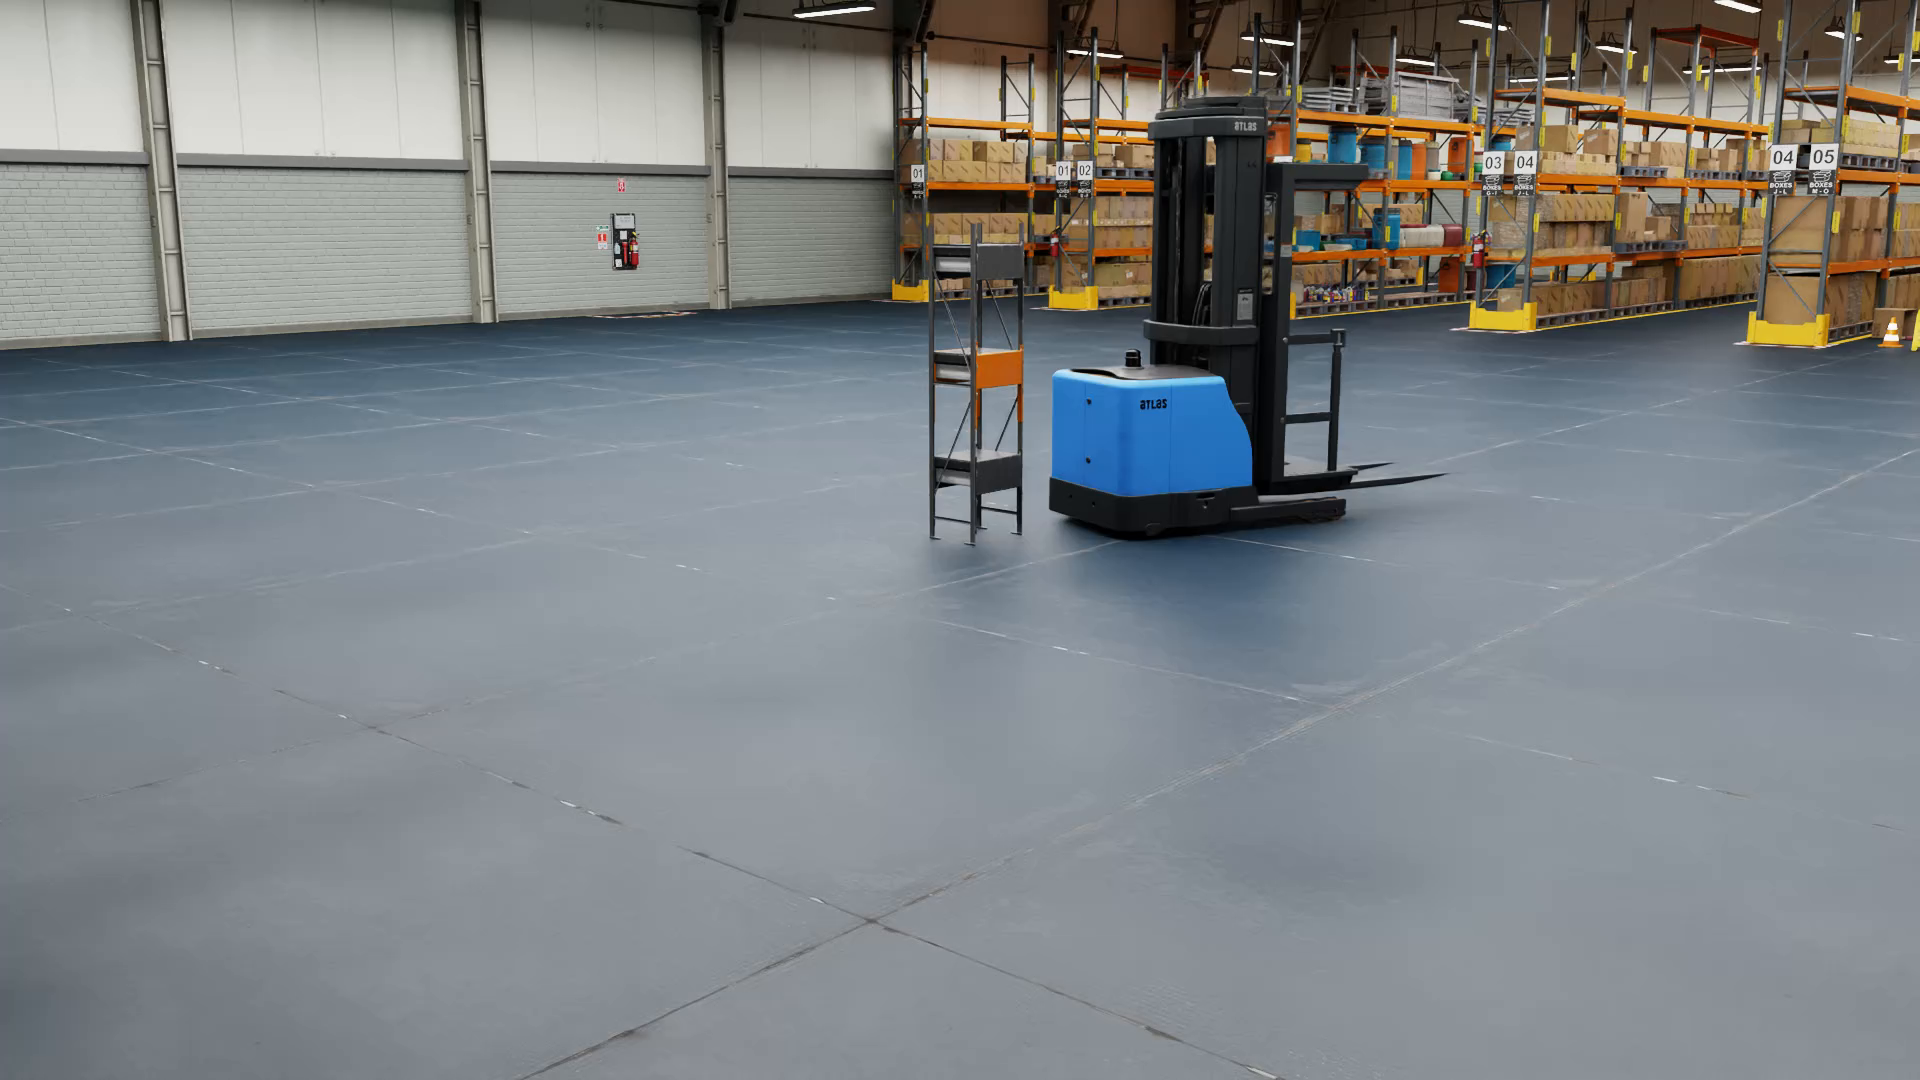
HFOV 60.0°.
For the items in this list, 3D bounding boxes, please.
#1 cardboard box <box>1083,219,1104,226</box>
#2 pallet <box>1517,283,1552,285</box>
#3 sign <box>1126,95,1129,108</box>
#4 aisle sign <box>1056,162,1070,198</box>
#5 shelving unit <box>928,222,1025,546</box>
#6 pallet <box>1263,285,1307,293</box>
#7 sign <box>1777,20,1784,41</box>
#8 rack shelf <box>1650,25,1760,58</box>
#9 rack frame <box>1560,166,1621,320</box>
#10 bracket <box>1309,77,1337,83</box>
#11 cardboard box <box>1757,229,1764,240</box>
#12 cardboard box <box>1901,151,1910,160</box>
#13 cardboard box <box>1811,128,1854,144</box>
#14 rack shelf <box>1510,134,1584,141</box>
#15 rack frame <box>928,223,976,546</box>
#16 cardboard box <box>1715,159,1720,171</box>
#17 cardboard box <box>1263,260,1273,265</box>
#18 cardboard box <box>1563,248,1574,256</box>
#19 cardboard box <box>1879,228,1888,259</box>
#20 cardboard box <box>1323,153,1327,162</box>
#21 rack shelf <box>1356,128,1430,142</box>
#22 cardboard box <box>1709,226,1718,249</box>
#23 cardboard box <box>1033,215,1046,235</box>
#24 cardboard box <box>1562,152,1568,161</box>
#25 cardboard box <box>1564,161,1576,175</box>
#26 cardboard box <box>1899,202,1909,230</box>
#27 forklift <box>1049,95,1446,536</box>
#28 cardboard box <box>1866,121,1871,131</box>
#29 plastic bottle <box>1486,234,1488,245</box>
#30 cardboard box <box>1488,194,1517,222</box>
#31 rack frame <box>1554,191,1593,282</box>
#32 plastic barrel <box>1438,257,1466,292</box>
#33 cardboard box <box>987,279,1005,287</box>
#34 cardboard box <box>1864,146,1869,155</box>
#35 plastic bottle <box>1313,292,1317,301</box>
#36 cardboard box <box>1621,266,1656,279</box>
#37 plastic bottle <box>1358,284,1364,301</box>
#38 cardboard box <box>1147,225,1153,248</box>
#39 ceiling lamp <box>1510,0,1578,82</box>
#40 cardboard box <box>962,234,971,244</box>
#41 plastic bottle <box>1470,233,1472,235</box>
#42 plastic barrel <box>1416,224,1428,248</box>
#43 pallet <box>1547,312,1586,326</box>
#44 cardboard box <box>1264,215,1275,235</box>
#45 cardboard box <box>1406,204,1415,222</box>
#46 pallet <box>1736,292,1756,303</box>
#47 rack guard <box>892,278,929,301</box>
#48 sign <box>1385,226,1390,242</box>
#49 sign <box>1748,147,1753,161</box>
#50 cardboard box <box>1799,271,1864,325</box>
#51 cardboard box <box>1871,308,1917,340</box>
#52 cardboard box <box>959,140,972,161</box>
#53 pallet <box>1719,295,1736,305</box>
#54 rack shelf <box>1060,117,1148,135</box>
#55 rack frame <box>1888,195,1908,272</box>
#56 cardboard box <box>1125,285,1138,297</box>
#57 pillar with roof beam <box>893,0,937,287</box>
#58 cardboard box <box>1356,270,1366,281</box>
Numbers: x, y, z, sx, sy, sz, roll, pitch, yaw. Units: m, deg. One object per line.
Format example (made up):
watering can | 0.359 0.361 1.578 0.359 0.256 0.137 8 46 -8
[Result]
cardboard box | 2.962 -7.045 36.914 0.380 0.149 0.250 10 15 40
pallet | 15.442 -6.699 44.210 1.003 0.211 1.213 10 15 40
sign | 4.512 -11.835 44.903 0.100 0.325 0.005 10 15 40
aisle sign | 2.277 -7.951 36.724 0.394 0.787 0.004 10 15 40
shelving unit | 0.109 -1.054 11.127 0.431 2.100 0.503 10 15 40
pallet | 8.343 -6.562 43.529 1.003 0.211 1.213 10 15 40
sign | 13.241 -8.221 26.812 0.100 0.325 0.005 10 15 40
rack shelf | 16.581 -11.057 36.945 1.077 0.370 4.000 10 15 40
rack frame | 12.620 -5.955 33.368 1.000 3.000 0.127 10 15 40
bracket | 12.227 -15.135 54.822 0.076 0.066 3.189 10 15 40
cardboard box | 19.078 -7.389 40.172 0.500 0.250 0.500 10 15 42
cardboard box | 17.150 -7.022 30.366 0.250 0.149 0.380 10 15 40
cardboard box | 14.150 -6.546 26.967 0.500 0.250 0.500 10 15 40
rack shelf | 15.501 -10.460 43.463 1.077 0.370 4.000 10 15 40
rack frame | -0.052 -1.018 10.948 0.400 2.100 0.015 10 15 40
cardboard box | 17.109 -8.616 38.185 0.500 0.311 0.500 9 14 38
cardboard box | 8.297 -7.359 43.744 0.500 0.250 0.500 11 15 42
cardboard box | 11.410 -5.463 31.544 0.380 0.149 0.250 10 15 40
cardboard box | 16.045 -5.317 29.789 0.875 0.550 0.550 10 15 40
cardboard box | 9.650 -10.023 44.492 0.600 0.600 0.600 10 15 40
rack shelf | 11.783 -11.295 46.633 1.077 0.370 4.000 10 15 40
cardboard box | 16.792 -6.854 37.615 0.500 0.500 0.500 10 15 41
cardboard box | 1.819 -8.212 43.288 0.700 0.500 0.500 10 15 41
cardboard box | 11.050 -7.115 30.882 0.380 0.149 0.250 10 15 40
cardboard box | 11.158 -6.951 31.077 0.500 0.250 0.500 10 15 40
cardboard box | 17.275 -6.062 31.097 0.700 0.500 0.500 10 15 41
forklift | 2.187 -1.641 11.945 3.031 2.935 1.130 -6 13 -27
cardboard box | 14.938 -6.899 27.714 0.380 0.149 0.250 10 15 40
plastic bottle | 12.776 -7.292 40.392 0.097 0.271 0.097 0 11 0
cardboard box | 10.157 -6.165 30.850 0.500 0.500 0.500 10 15 40
rack frame | 16.821 -8.361 45.414 1.000 3.000 0.127 10 15 40
plastic barrel | 11.850 -6.400 40.064 0.600 0.830 0.708 10 15 40
cardboard box | 0.803 -6.708 42.399 0.500 0.500 0.500 8 14 36
cardboard box | 14.939 -6.508 27.791 0.380 0.149 0.250 10 15 40
plastic bottle | 7.647 -5.247 35.844 0.097 0.201 0.097 0 11 0
cardboard box | 14.498 -5.719 35.533 0.500 0.250 0.500 -10 15 -41
plastic bottle | 8.691 -5.380 36.130 0.144 0.351 0.185 9 15 39
cardboard box | 4.216 -7.068 38.683 0.700 0.500 0.500 10 15 41
ceiling lamp | 16.751 -14.877 47.819 2.000 3.185 0.800 10 15 40
cardboard box | 0.051 -7.407 40.971 0.500 0.250 0.500 9 15 39
plastic bottle | 12.728 -7.507 41.465 0.097 0.271 0.097 0 11 0
plastic barrel | 10.466 -6.946 37.983 0.433 0.535 0.433 0 11 0
pallet | 11.398 -4.304 32.221 1.003 0.211 1.213 10 15 40
cardboard box | 8.153 -8.187 43.216 0.700 0.500 0.500 4 12 21
cardboard box | 12.683 -9.366 47.637 0.500 0.500 0.500 10 15 42
pallet | 18.462 -5.866 40.044 1.003 0.211 1.213 10 15 40
rack guard | -1.132 -6.073 40.342 1.175 0.500 0.348 10 15 40
sign | 9.306 -6.658 36.183 0.100 0.325 0.005 10 15 40
sign | 18.315 -8.942 38.542 0.100 0.325 0.005 10 15 40
cardboard box | 15.219 -4.246 29.166 0.875 0.875 0.875 10 15 41
cardboard box | 16.026 -3.713 28.520 0.500 0.500 0.500 -9 14 -38
cardboard box | -0.047 -9.477 40.486 0.500 0.500 0.500 10 15 42
pallet | 17.448 -5.641 38.917 1.003 0.211 1.213 10 15 40
rack shelf | 3.861 -9.335 37.832 1.077 0.370 4.000 10 15 40
rack frame | 18.920 -5.887 33.030 1.000 3.000 0.127 10 15 40
cardboard box | 3.720 -5.703 38.055 0.500 0.250 0.500 10 15 40
pillar with roof beam | 1.864 -9.888 37.742 9.100 9.000 0.548 10 15 40
cardboard box | 10.902 -7.344 46.066 0.500 0.311 0.500 10 15 40
